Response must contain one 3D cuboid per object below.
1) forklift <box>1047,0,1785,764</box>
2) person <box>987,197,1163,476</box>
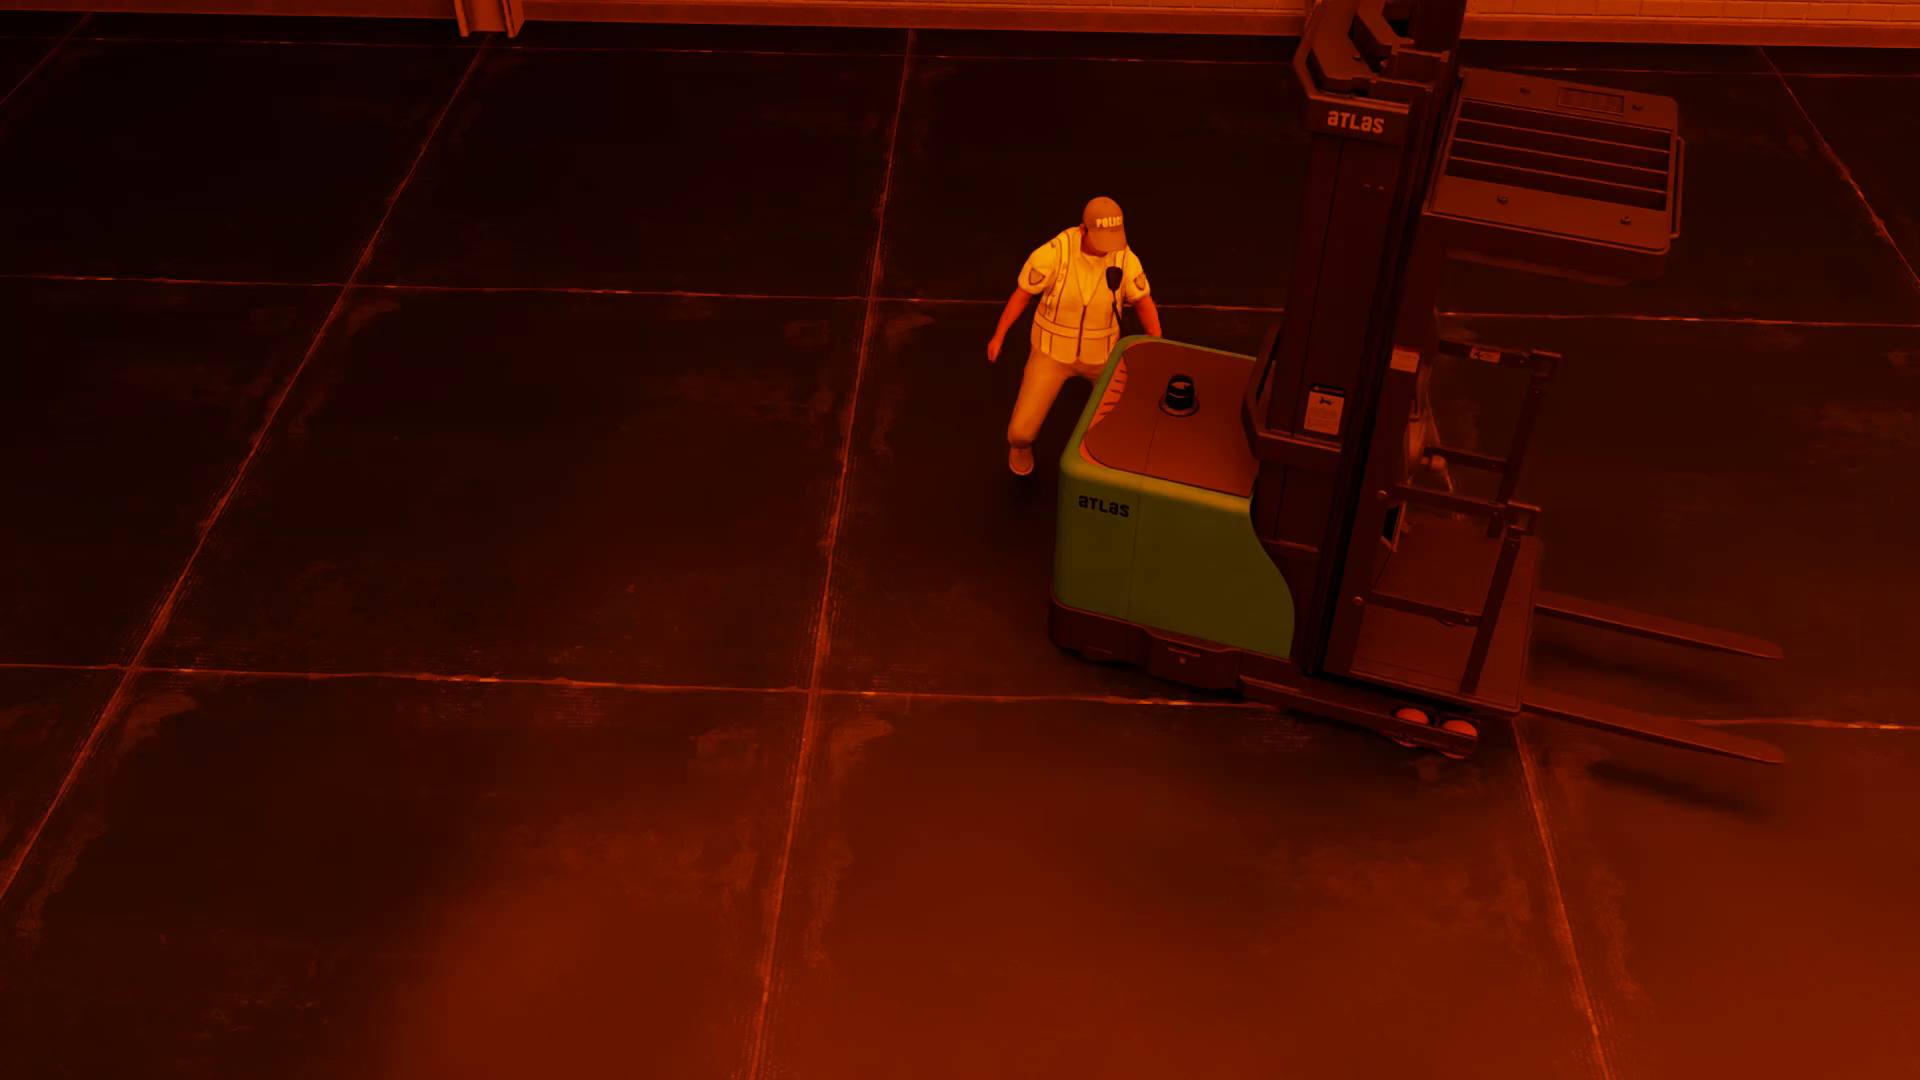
[{"bbox_3d":[1.961,-0.580,6.377,3.031,2.935,1.130,13,44,14],"label":"forklift"},{"bbox_3d":[0.553,-0.891,7.748,0.850,1.575,0.541,0,42,0],"label":"person"}]
